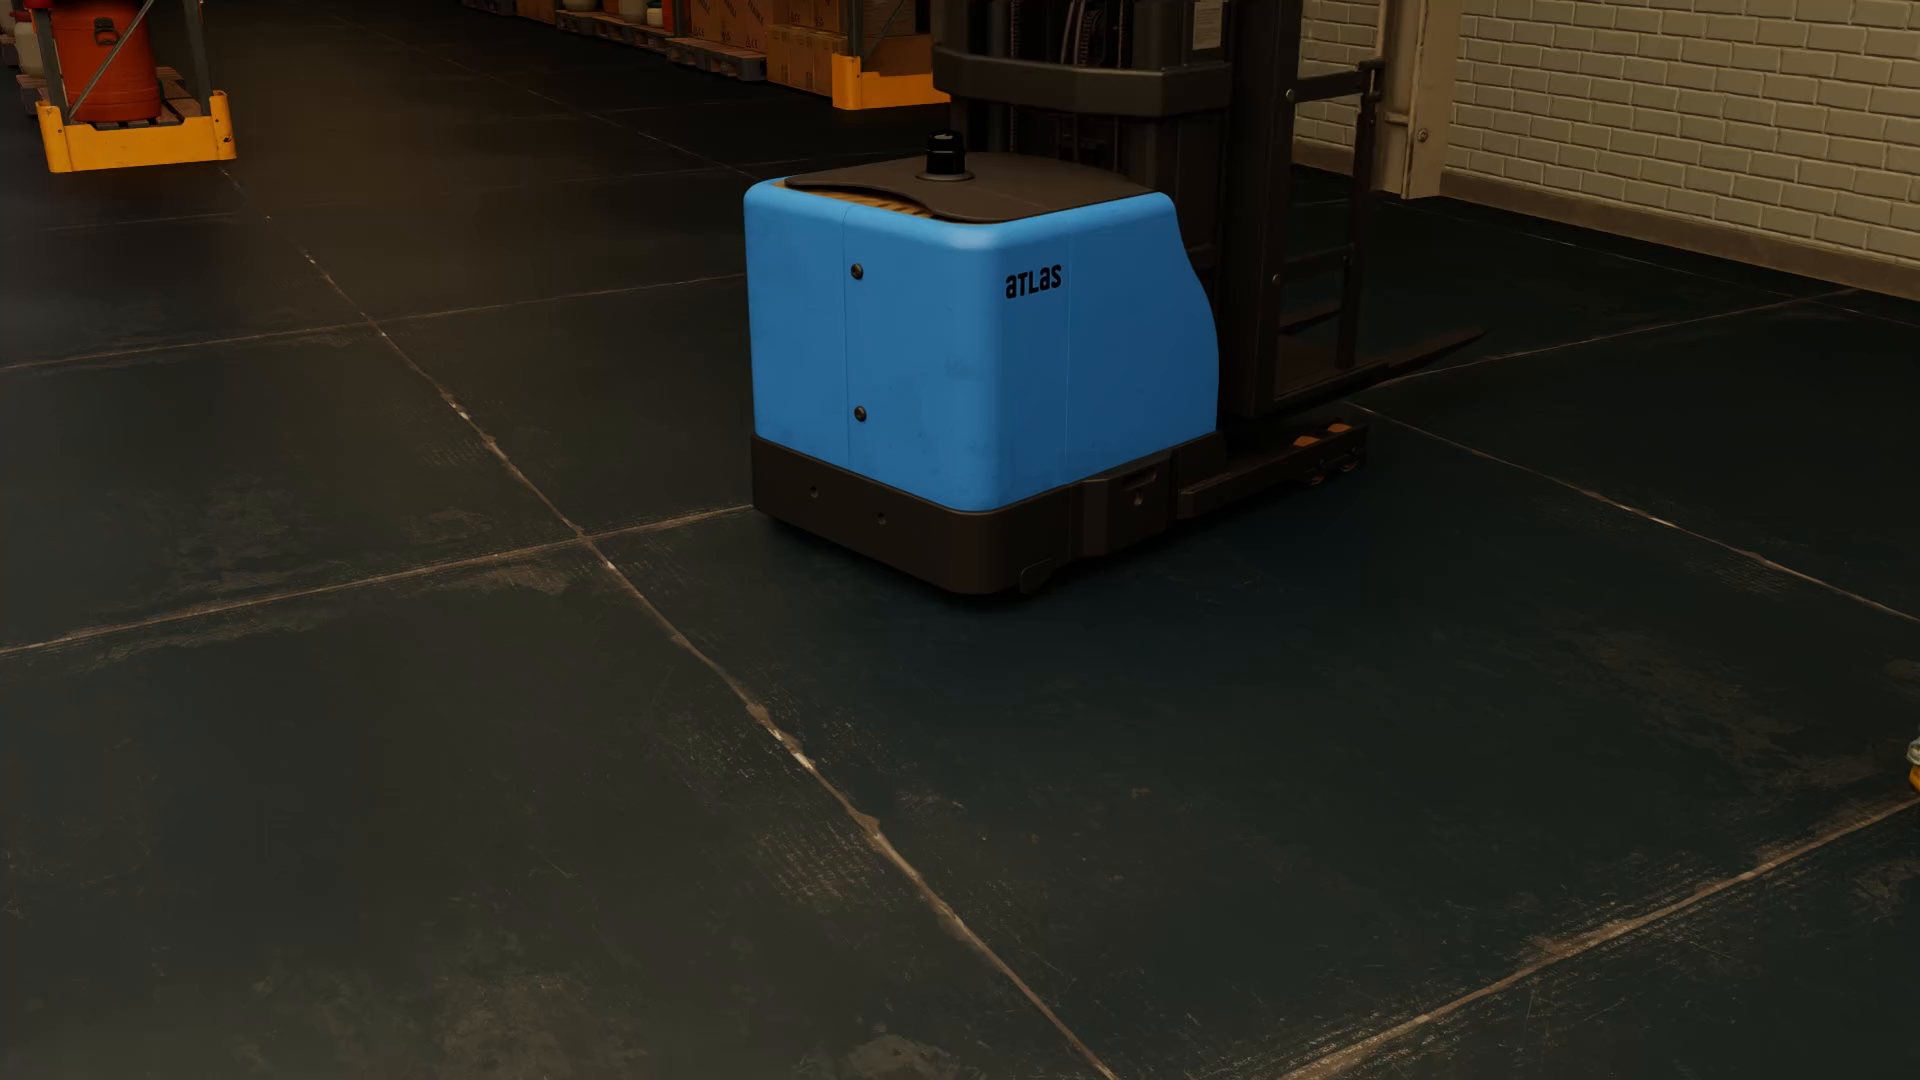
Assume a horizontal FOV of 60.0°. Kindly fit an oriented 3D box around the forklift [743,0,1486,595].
[{"bbox_3d":[0.759,-1.664,5.329,3.031,2.935,1.130,-20,30,-40],"label":"forklift"}]

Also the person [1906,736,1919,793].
[{"bbox_3d":[2.308,-0.189,3.355,0.497,1.785,0.966,9,24,22],"label":"person"}]
